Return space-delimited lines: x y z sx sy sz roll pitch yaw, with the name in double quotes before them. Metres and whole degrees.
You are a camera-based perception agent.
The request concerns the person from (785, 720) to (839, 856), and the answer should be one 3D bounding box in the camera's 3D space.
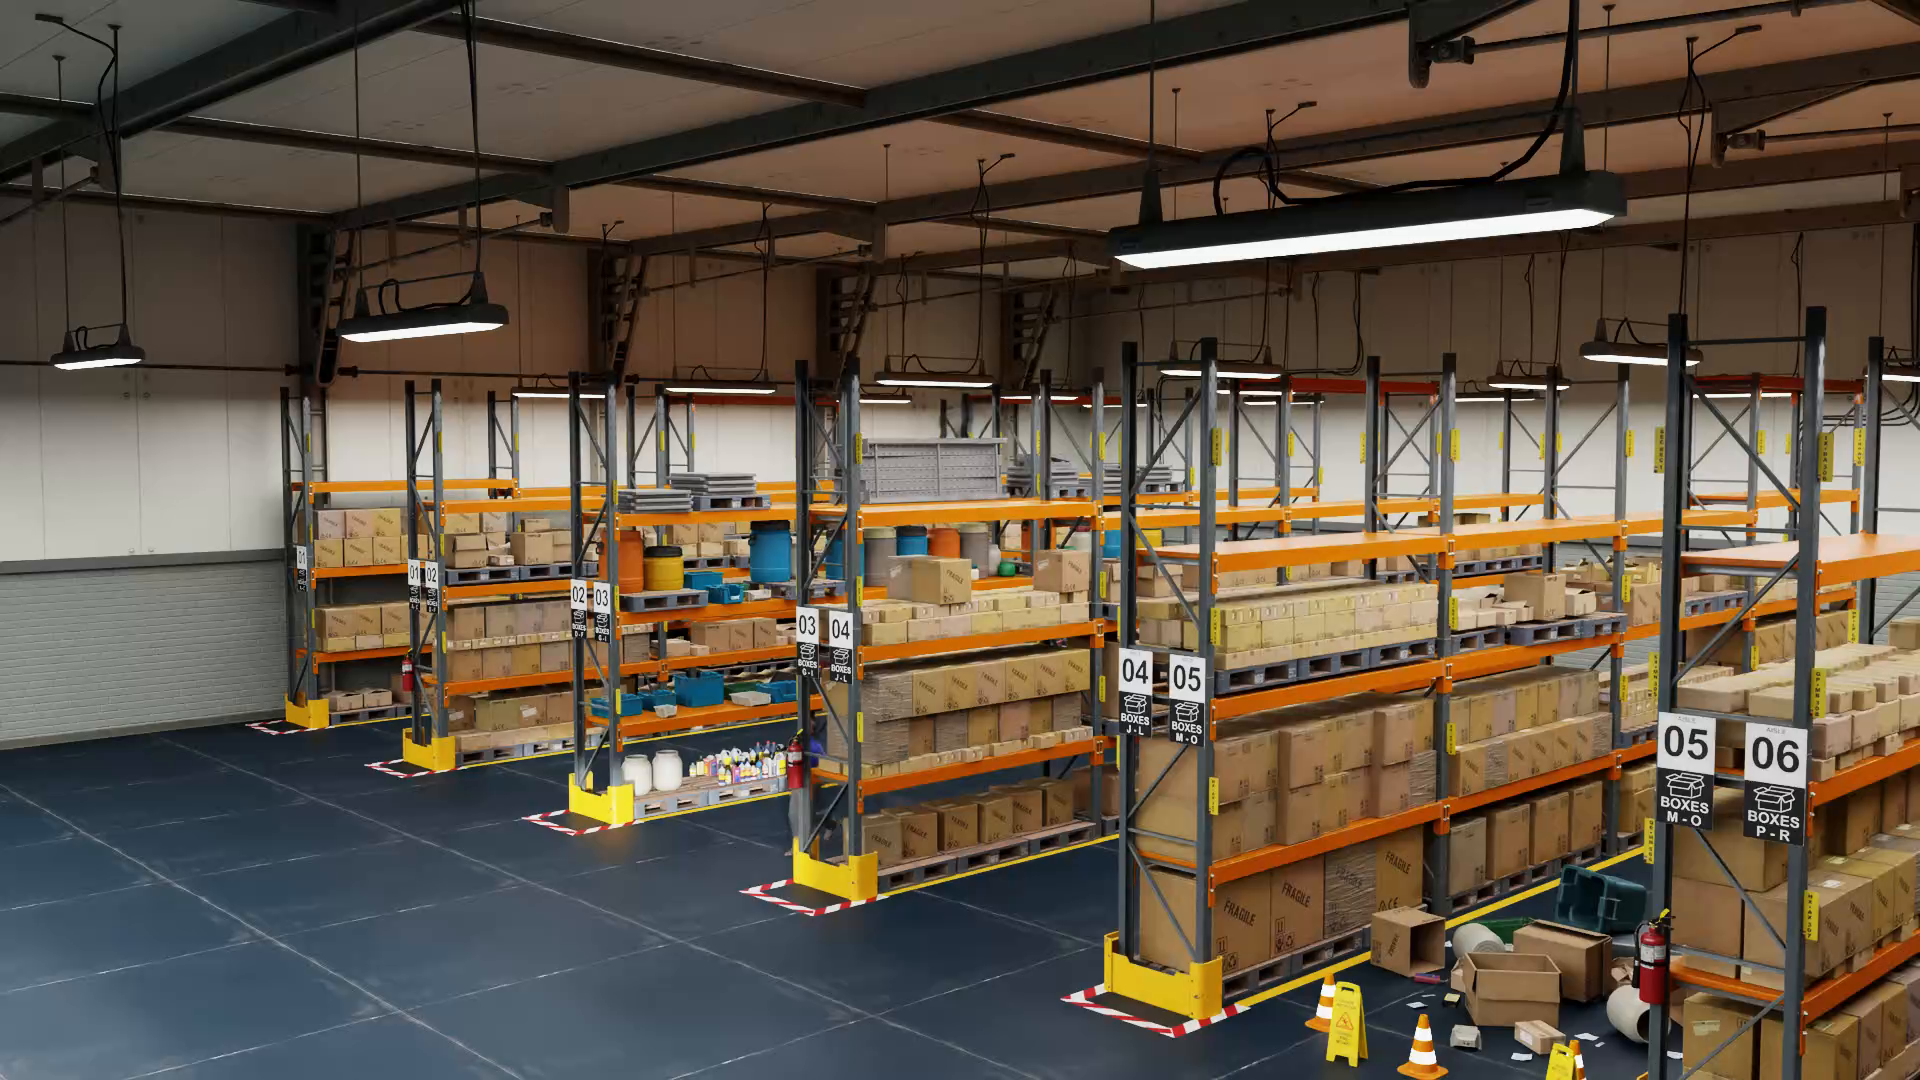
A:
"person" -1.864 3.050 20.602 0.787 1.653 0.571 -3 5 -43
